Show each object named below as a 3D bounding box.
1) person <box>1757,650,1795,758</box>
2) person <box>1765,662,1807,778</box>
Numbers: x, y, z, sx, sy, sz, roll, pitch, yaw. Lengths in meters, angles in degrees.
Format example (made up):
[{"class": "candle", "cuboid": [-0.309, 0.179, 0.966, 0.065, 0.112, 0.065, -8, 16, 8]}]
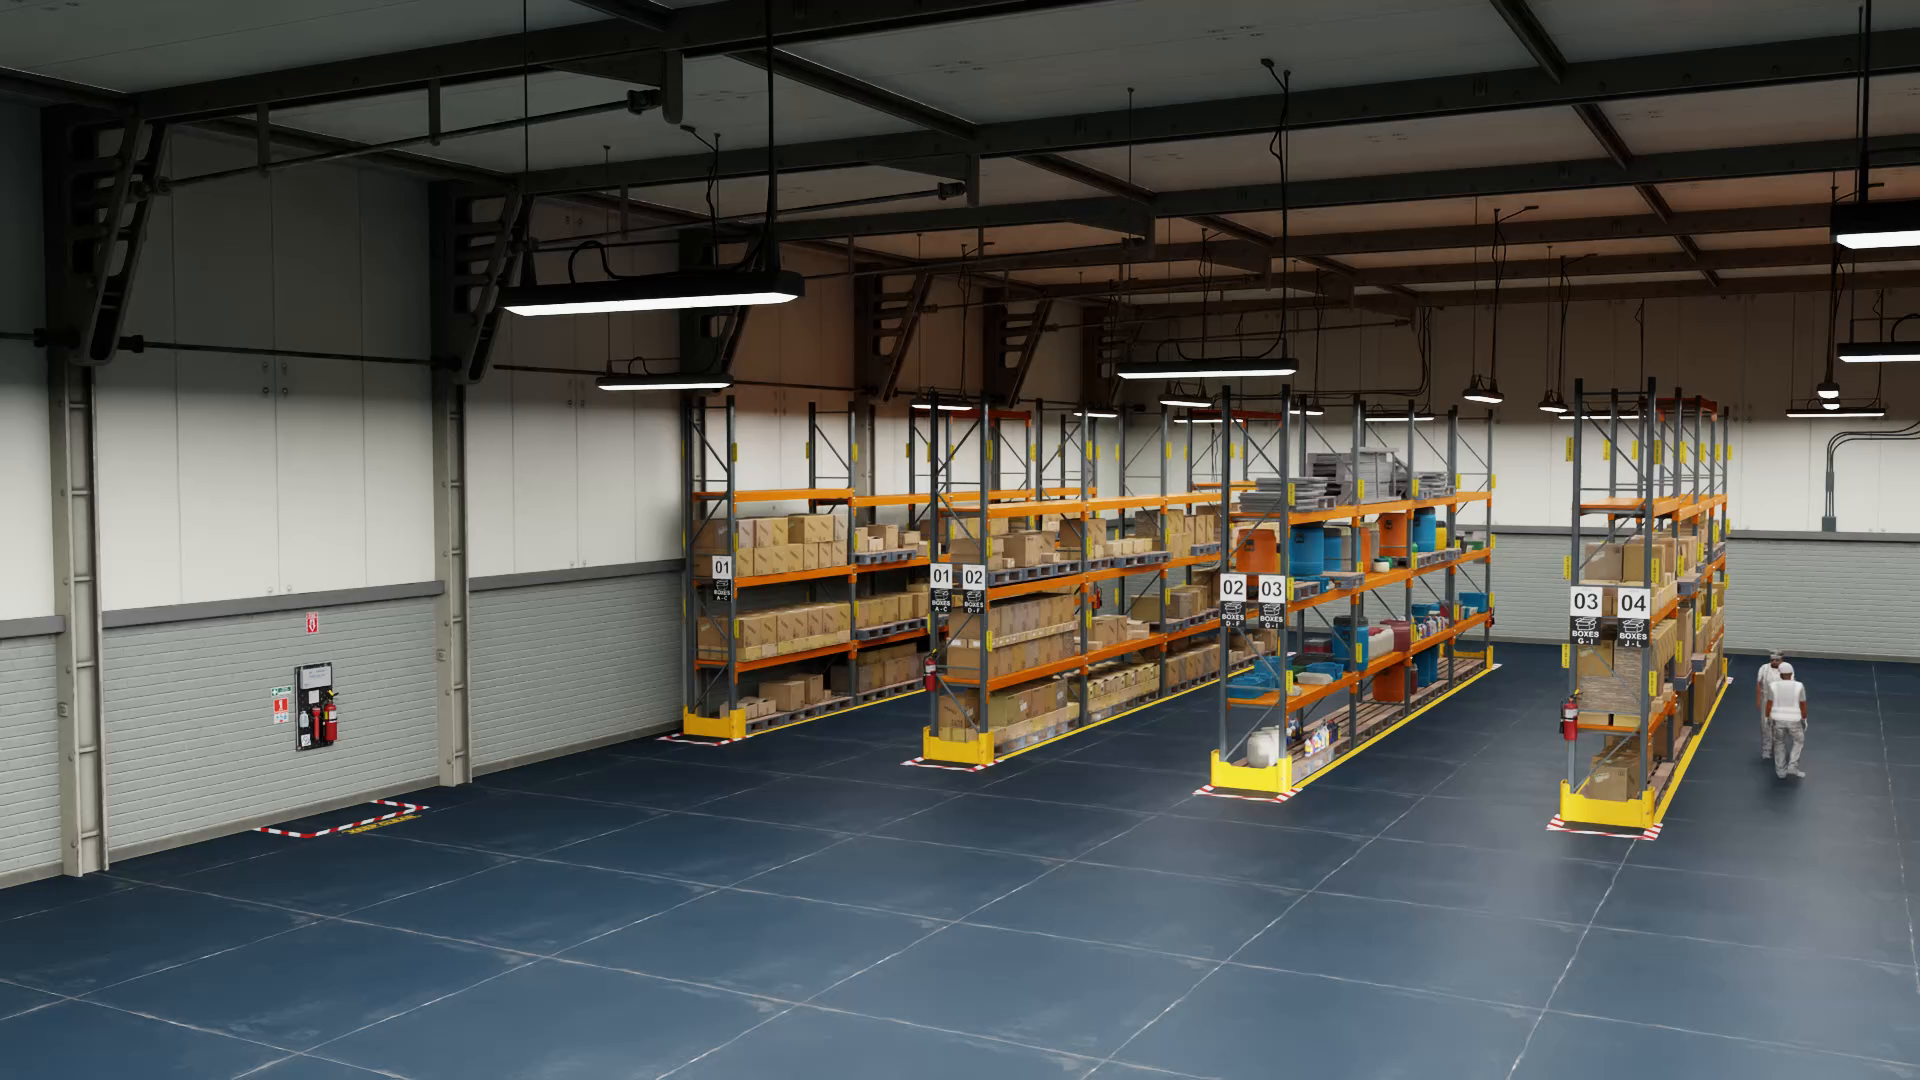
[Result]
[{"class": "person", "cuboid": [13.451, 2.700, 27.423, 0.583, 1.779, 0.656, 2, 3, 28]}, {"class": "person", "cuboid": [12.680, 2.774, 25.525, 0.582, 1.784, 0.553, 1, 3, 26]}]
